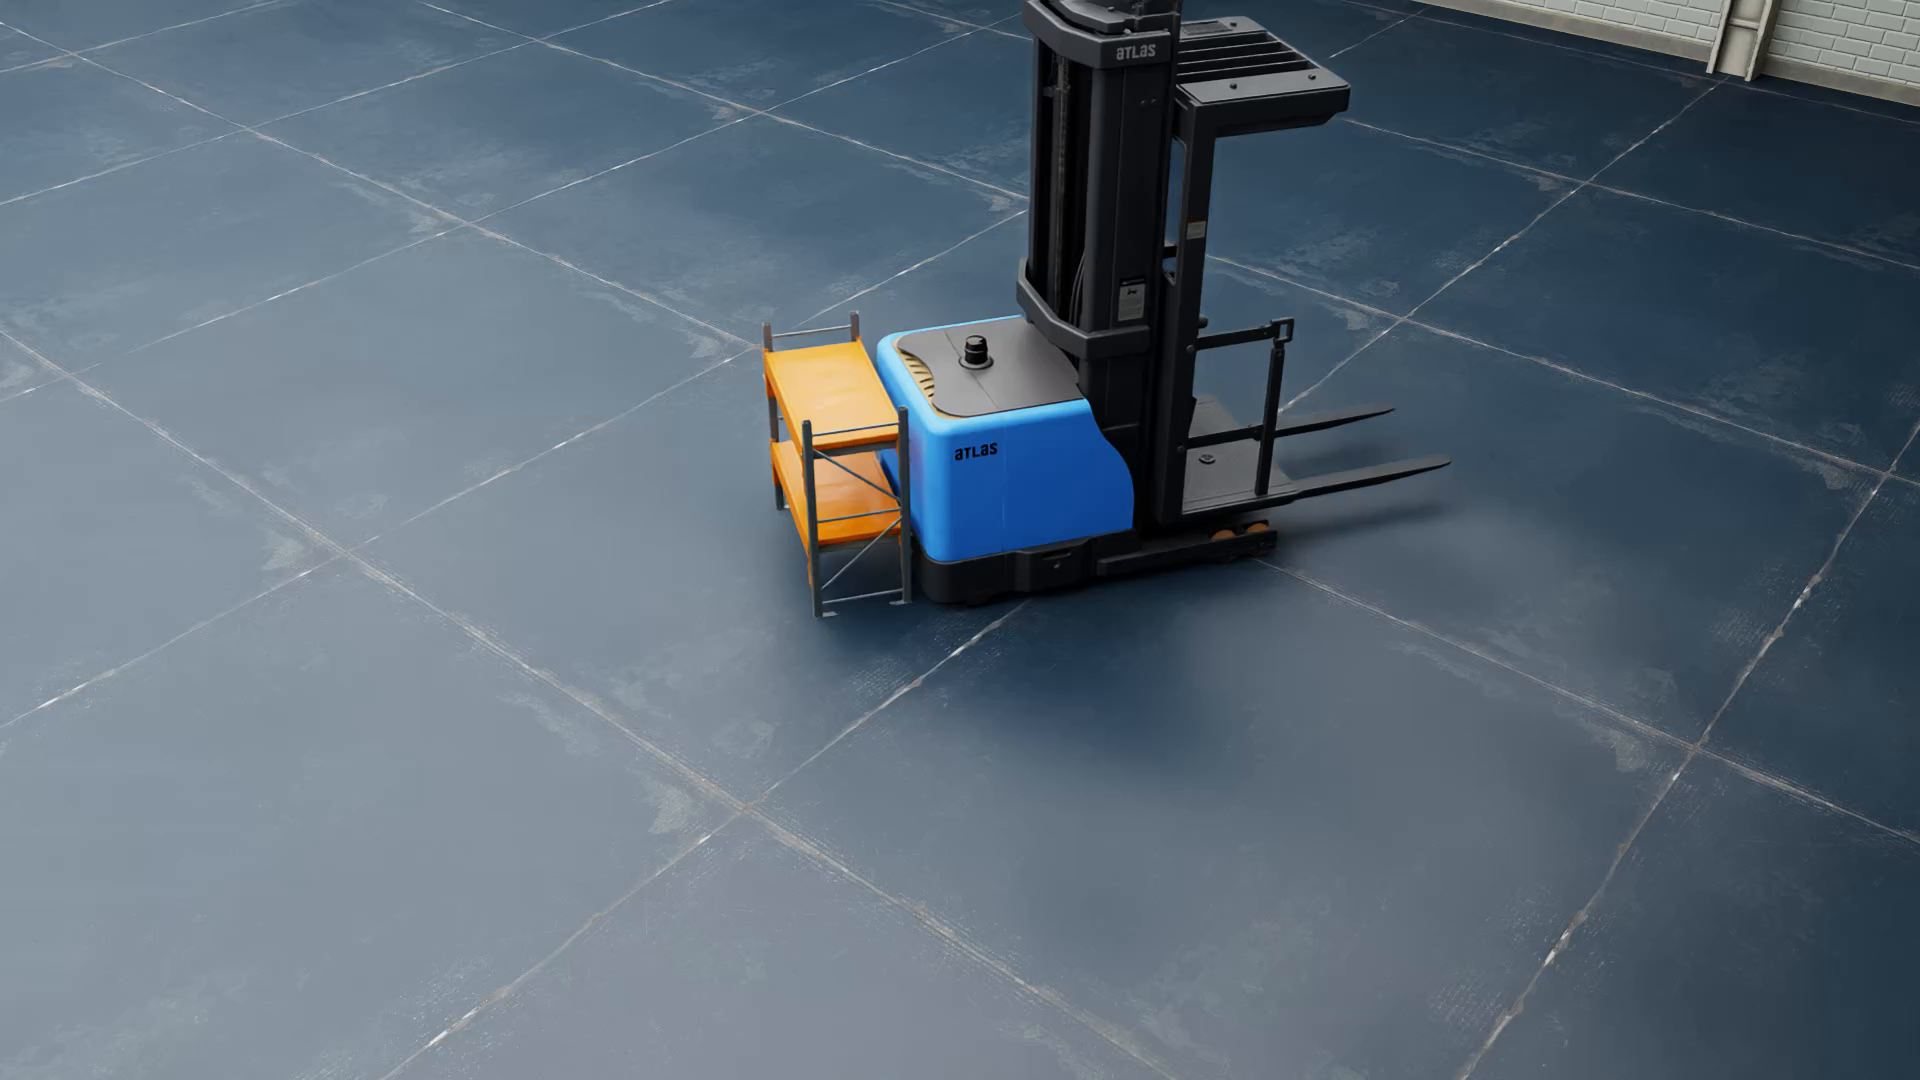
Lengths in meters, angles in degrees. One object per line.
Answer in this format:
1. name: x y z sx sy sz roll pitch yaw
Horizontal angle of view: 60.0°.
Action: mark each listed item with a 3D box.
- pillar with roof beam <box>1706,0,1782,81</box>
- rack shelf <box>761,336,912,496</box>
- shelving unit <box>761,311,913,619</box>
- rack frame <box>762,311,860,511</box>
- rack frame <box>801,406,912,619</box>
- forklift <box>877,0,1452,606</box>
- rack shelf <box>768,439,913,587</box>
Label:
1. pillar with roof beam: 4.209 -6.044 9.684 0.400 9.000 9.100 25 42 32
2. rack shelf: -0.625 -0.634 8.245 0.538 0.278 1.000 -9 36 -13
3. shelving unit: -0.625 -0.393 8.410 0.538 1.125 1.048 -9 36 -13
4. rack frame: -0.763 -0.670 8.813 0.500 1.125 0.032 -9 36 -13
5. rack frame: -0.486 -0.116 8.007 0.500 1.125 0.032 -9 36 -13
6. forklift: 1.141 -1.366 8.232 3.031 2.935 1.130 -10 36 -15
7. rack shelf: -0.625 -0.191 8.549 0.538 0.278 1.000 -9 36 -13
